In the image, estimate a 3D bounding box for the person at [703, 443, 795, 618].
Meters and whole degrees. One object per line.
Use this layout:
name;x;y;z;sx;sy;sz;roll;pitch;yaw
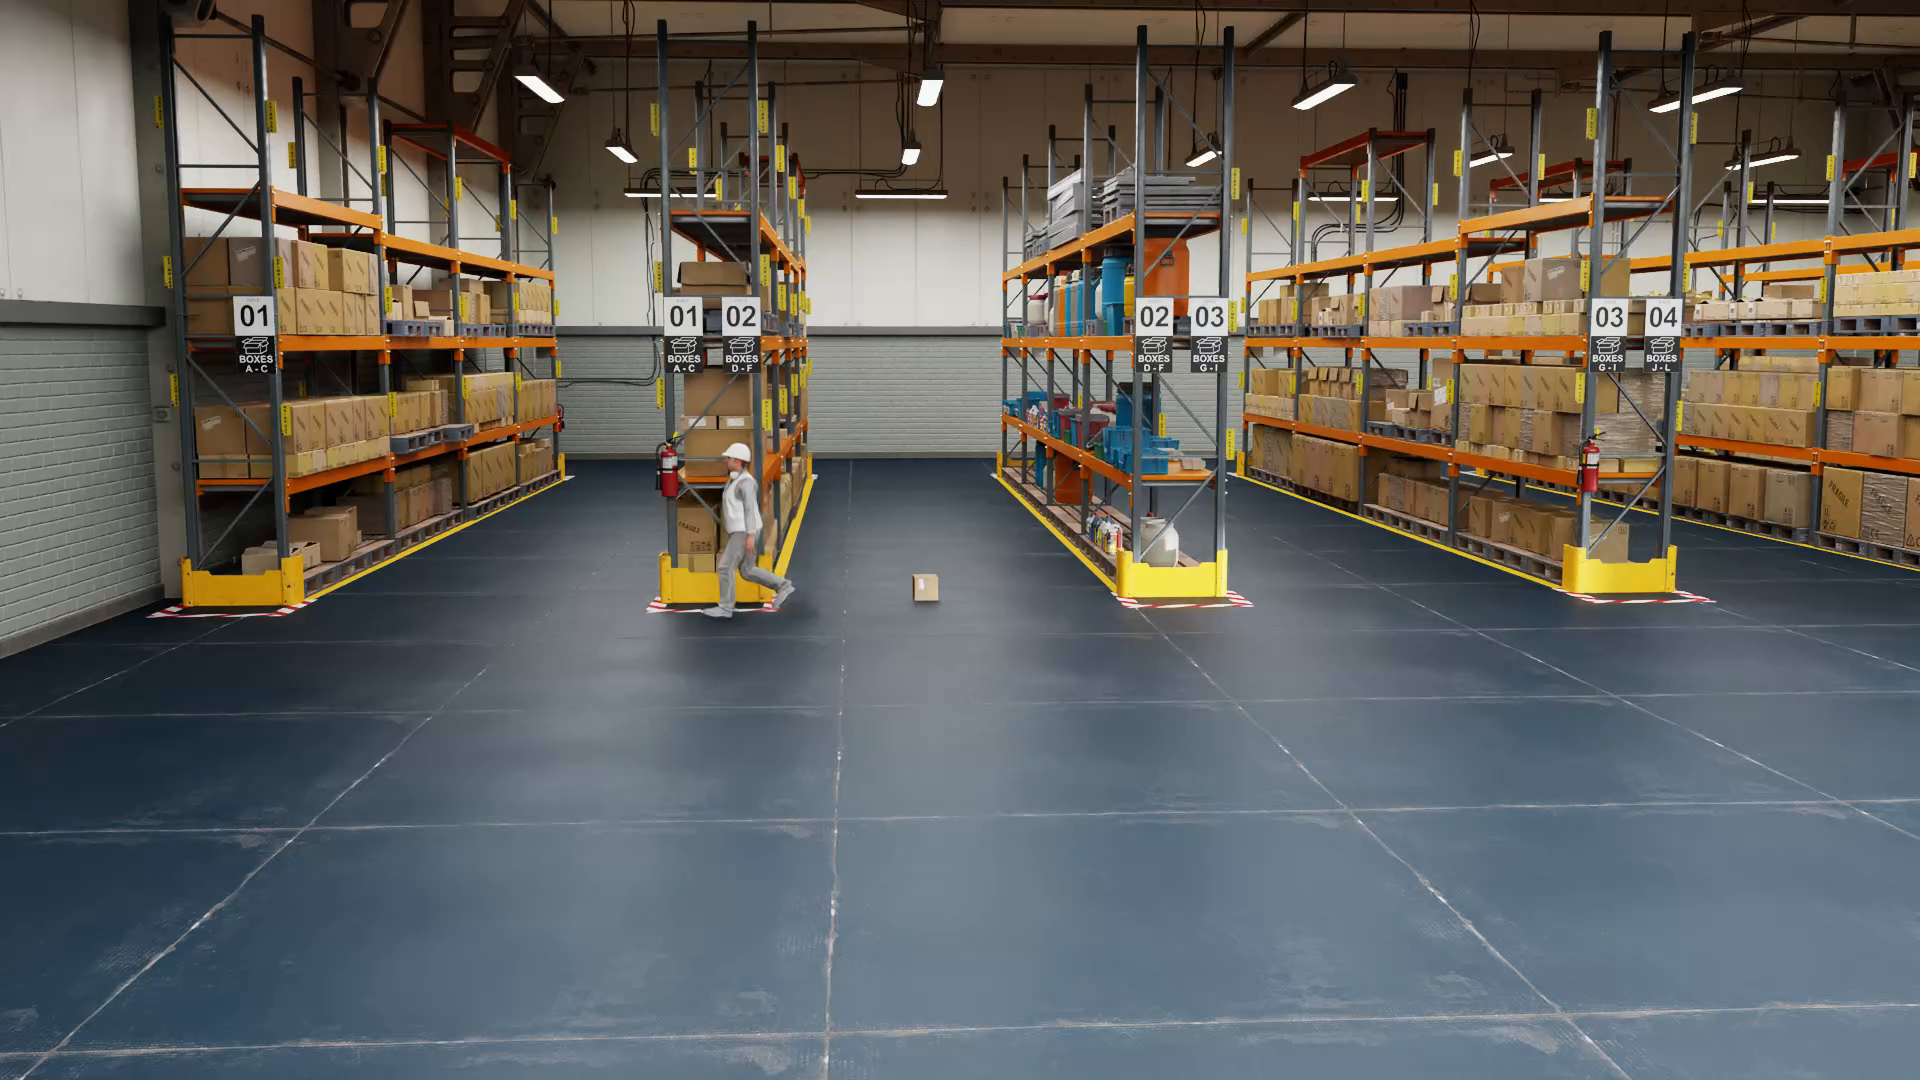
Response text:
person;-2.114;-0.104;16.558;0.951;1.730;0.618;-2;7;-18
